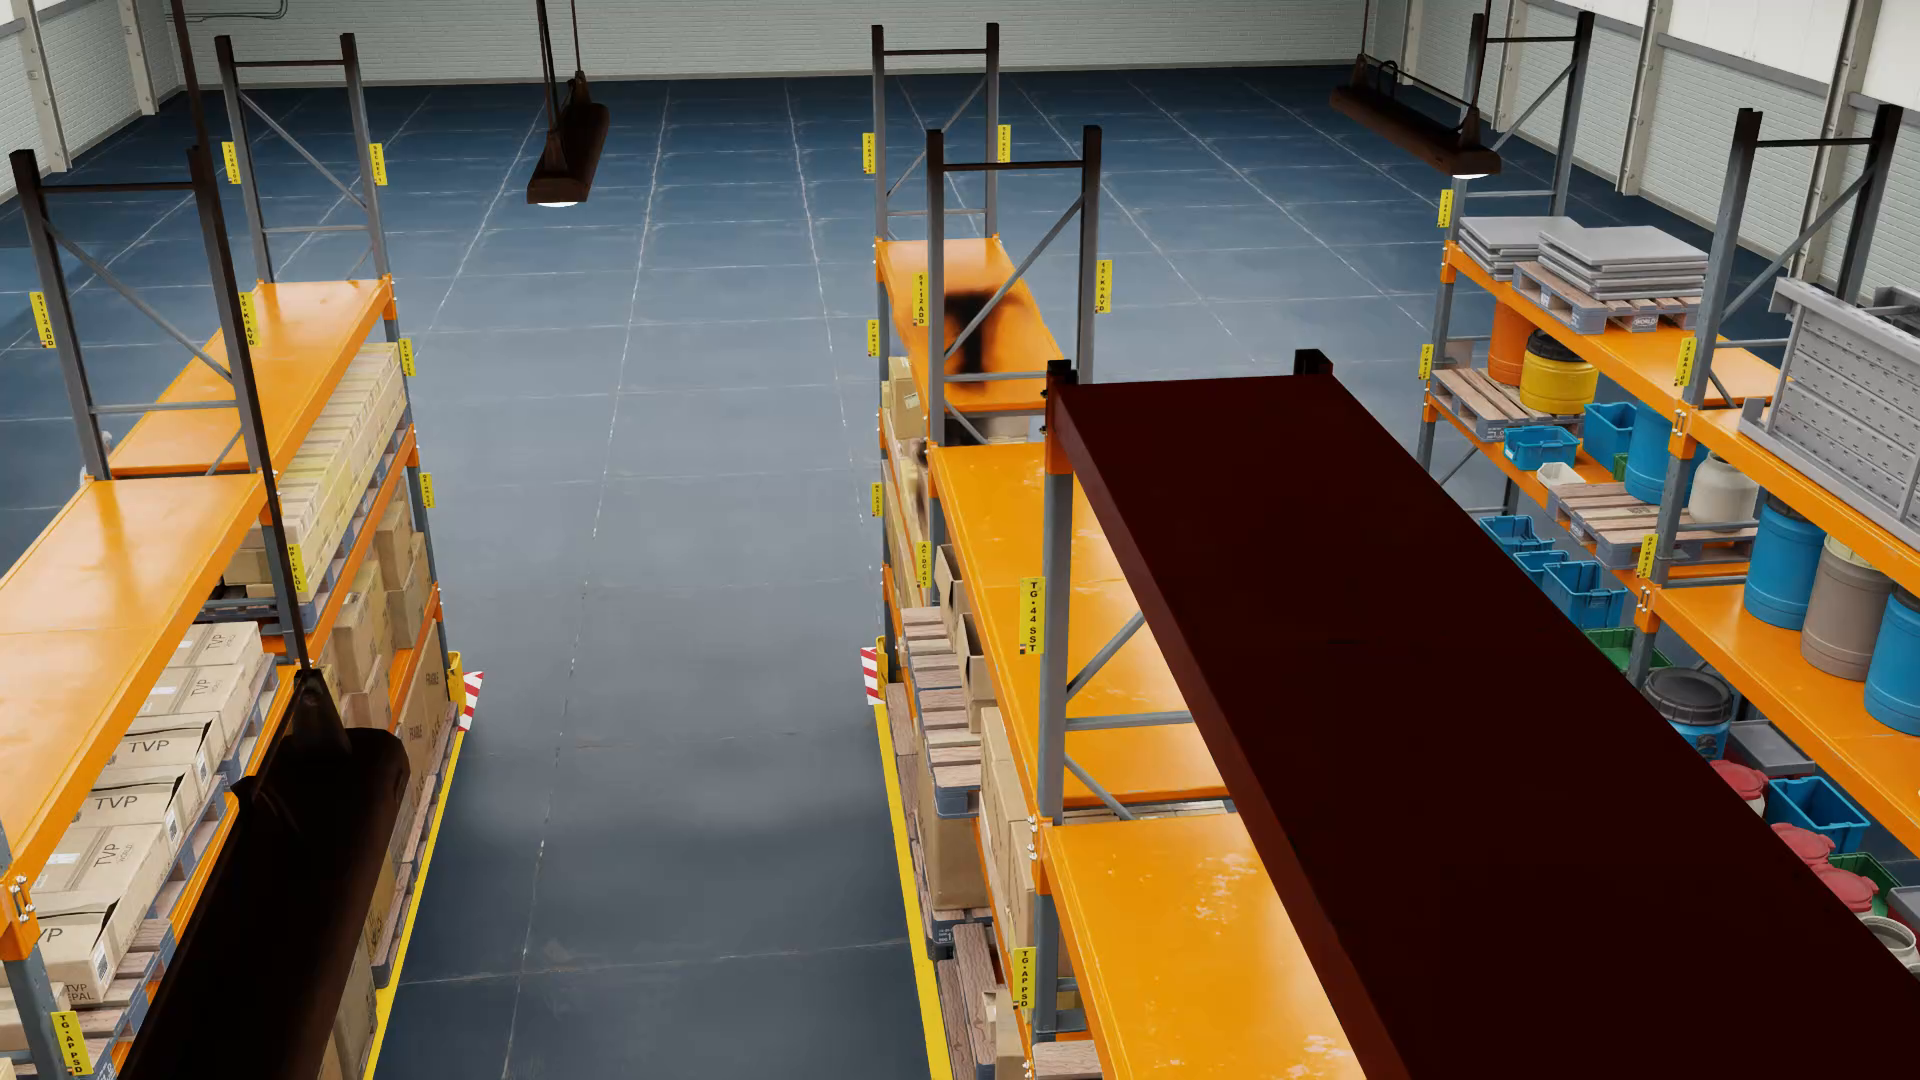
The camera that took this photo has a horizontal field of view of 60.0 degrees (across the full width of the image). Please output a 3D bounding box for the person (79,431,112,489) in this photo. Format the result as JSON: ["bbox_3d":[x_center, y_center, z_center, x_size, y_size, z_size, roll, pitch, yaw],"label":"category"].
[{"bbox_3d":[-8.655,-0.292,17.114,0.643,1.702,0.798,-17,30,-31],"label":"person"}]
